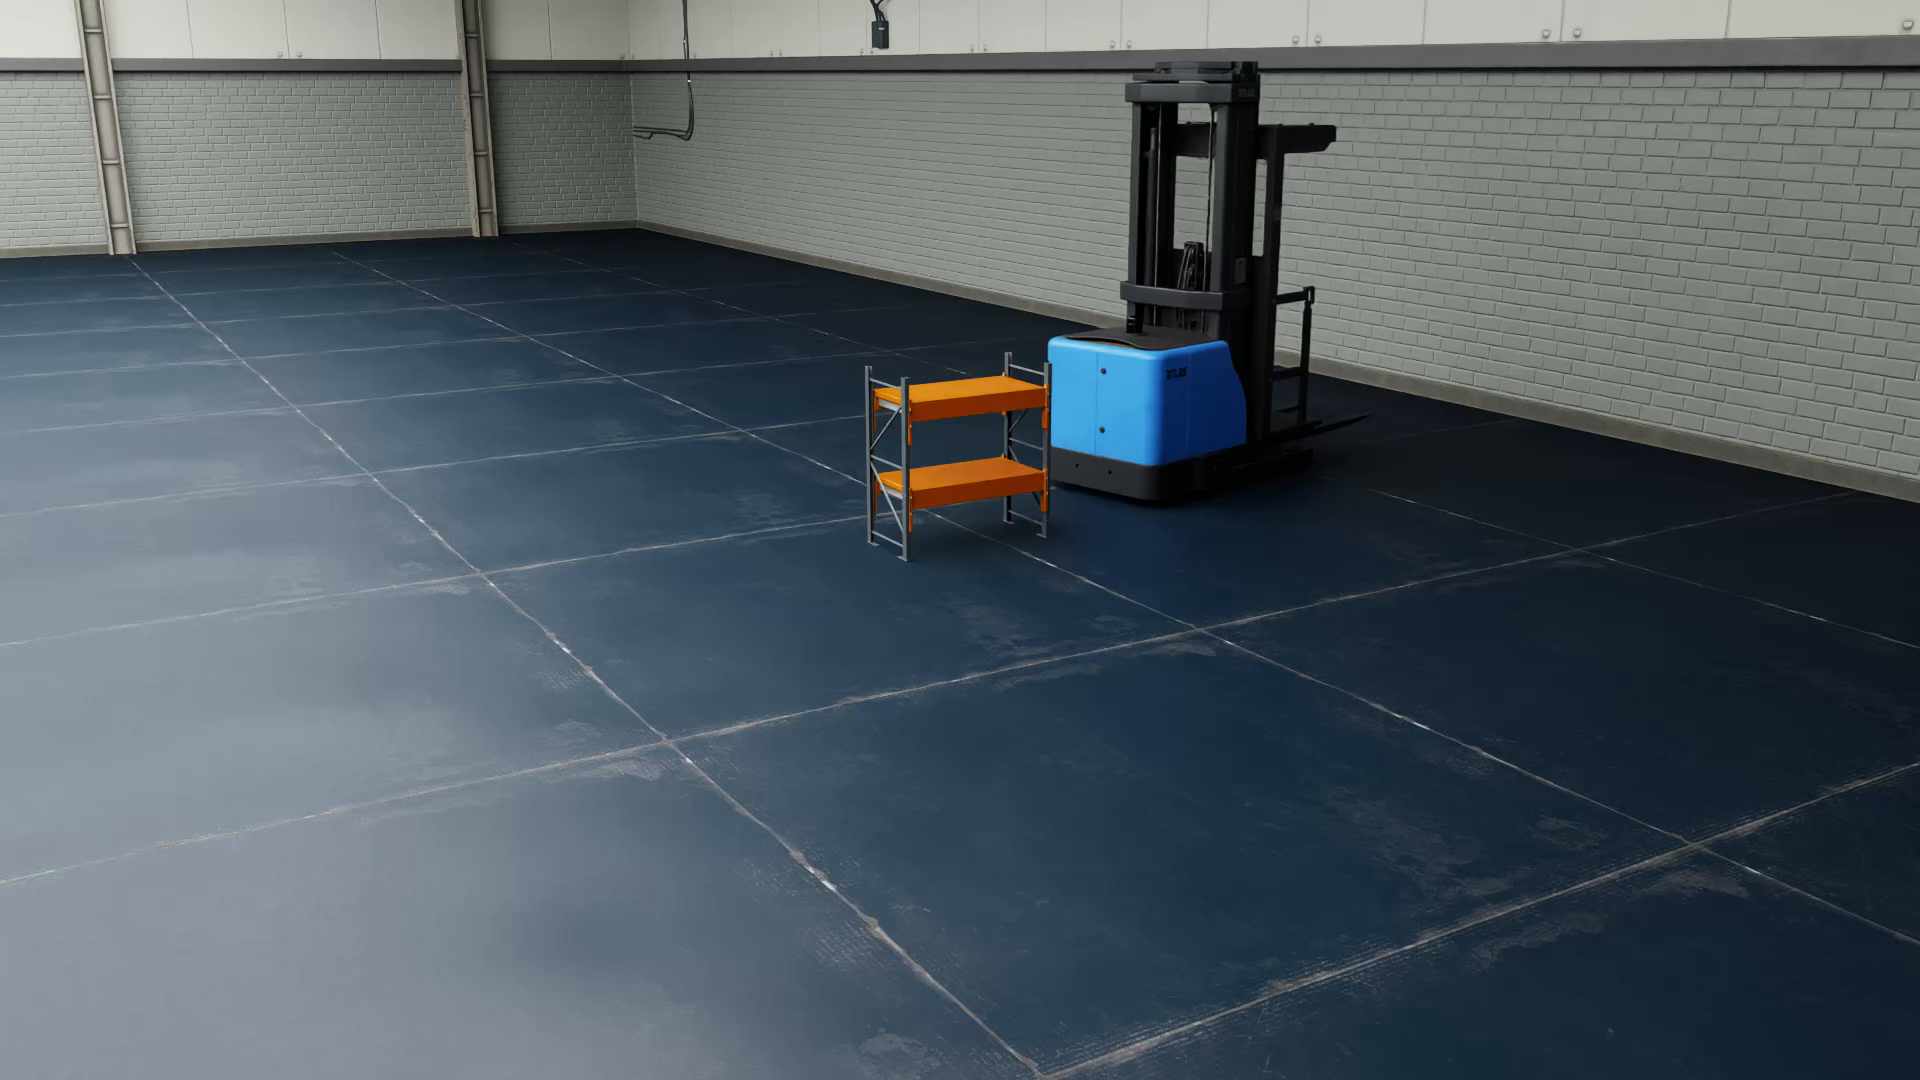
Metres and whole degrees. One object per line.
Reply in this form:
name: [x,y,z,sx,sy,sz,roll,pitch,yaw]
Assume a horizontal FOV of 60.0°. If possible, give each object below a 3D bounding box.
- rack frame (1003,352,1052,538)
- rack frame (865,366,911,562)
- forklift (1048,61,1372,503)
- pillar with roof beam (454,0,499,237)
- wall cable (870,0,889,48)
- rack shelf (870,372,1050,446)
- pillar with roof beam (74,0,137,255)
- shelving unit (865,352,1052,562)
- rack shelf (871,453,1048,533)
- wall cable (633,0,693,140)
rack frame: [0.430,-0.611,10.661,0.032,1.125,0.500,-9,18,-30]
rack frame: [-0.442,-0.470,10.156,0.032,1.125,0.500,-9,18,-30]
forklift: [2.003,-1.986,12.217,3.031,2.935,1.130,-15,22,-43]
pillar with roof beam: [-6.462,-8.904,25.654,0.400,9.000,9.100,-9,18,-30]
wall cable: [-0.597,-9.442,21.274,0.169,6.003,2.305,-9,18,-30]
rack shelf: [-0.006,-0.823,10.329,1.000,0.278,0.538,-9,18,-30]
pillar with roof beam: [-11.605,-8.070,22.679,0.400,9.000,9.100,-9,18,-30]
shelving unit: [-0.006,-0.541,10.408,1.048,1.125,0.538,-9,18,-30]
rack shelf: [-0.006,-0.305,10.474,1.000,0.278,0.538,-9,18,-30]
wall cable: [-5.473,-8.508,29.996,0.112,2.526,3.097,-9,18,-30]
